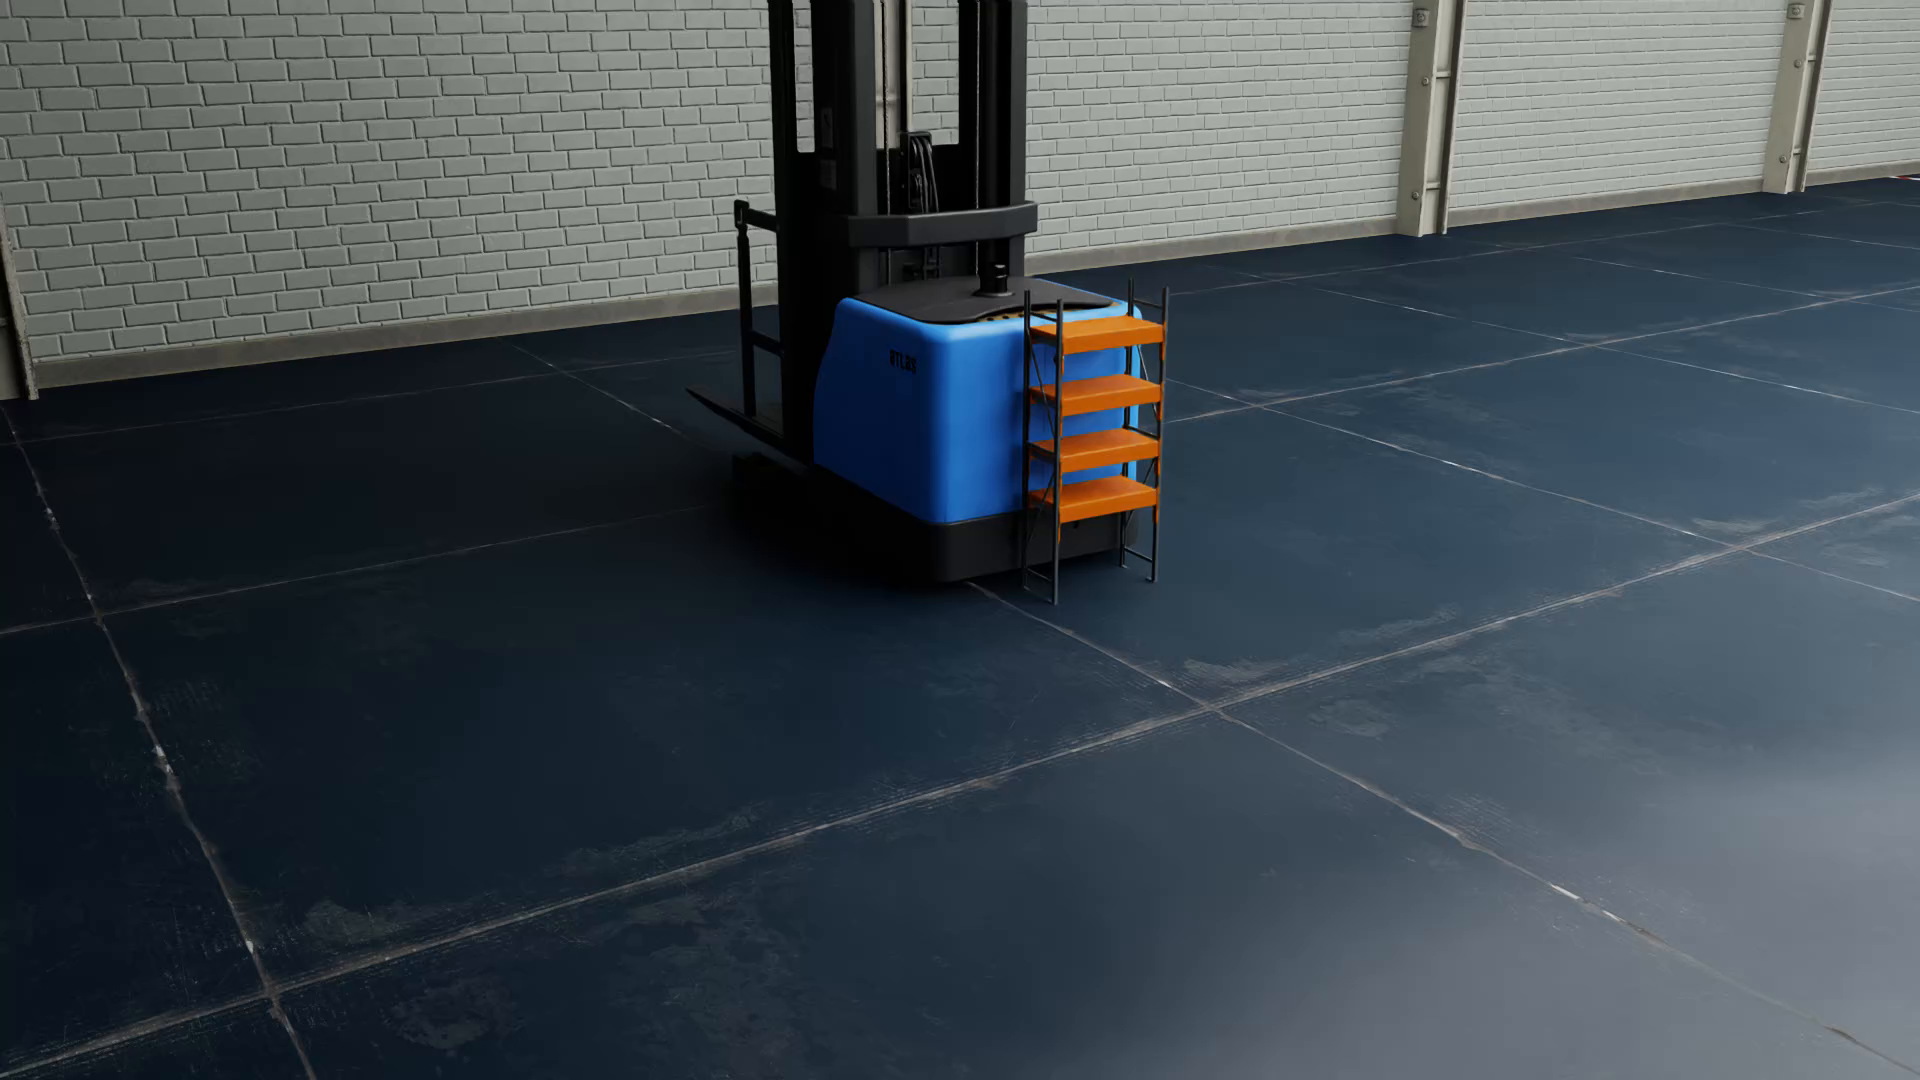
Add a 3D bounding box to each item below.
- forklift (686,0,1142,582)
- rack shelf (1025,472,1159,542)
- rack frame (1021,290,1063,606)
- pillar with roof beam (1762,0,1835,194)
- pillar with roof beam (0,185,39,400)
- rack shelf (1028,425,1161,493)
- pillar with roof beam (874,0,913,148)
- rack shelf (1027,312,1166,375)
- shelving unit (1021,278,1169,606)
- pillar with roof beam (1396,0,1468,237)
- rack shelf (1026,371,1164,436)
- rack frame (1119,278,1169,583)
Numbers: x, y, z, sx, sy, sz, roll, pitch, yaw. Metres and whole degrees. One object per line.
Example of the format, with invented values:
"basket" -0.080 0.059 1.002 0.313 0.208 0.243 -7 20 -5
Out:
"forklift" -0.430 -1.644 7.531 1.130 2.935 3.031 -11 21 -29
"rack shelf" 0.521 -0.135 6.600 0.480 0.148 0.258 -11 22 -29
"rack frame" 0.312 -0.346 6.396 0.015 1.200 0.240 -11 22 -29
"pillar with roof beam" 11.792 -7.110 14.225 0.400 9.000 9.100 -12 22 -31
"pillar with roof beam" -3.241 -3.939 4.847 0.400 9.000 9.100 -12 22 -31
"rack shelf" 0.521 -0.323 6.537 0.480 0.148 0.258 -11 22 -29
"pillar with roof beam" 1.770 -4.996 7.973 0.400 9.000 9.100 -12 22 -31
"rack shelf" 0.521 -0.759 6.389 0.480 0.148 0.258 -11 22 -29
"shelving unit" 0.521 -0.387 6.515 0.503 1.200 0.258 -11 22 -29
"pillar with roof beam" 6.781 -6.053 11.099 0.400 9.000 9.100 -12 22 -31
"rack shelf" 0.521 -0.535 6.465 0.480 0.148 0.258 -11 22 -29
"rack frame" 0.730 -0.427 6.634 0.015 1.200 0.240 -11 22 -29
